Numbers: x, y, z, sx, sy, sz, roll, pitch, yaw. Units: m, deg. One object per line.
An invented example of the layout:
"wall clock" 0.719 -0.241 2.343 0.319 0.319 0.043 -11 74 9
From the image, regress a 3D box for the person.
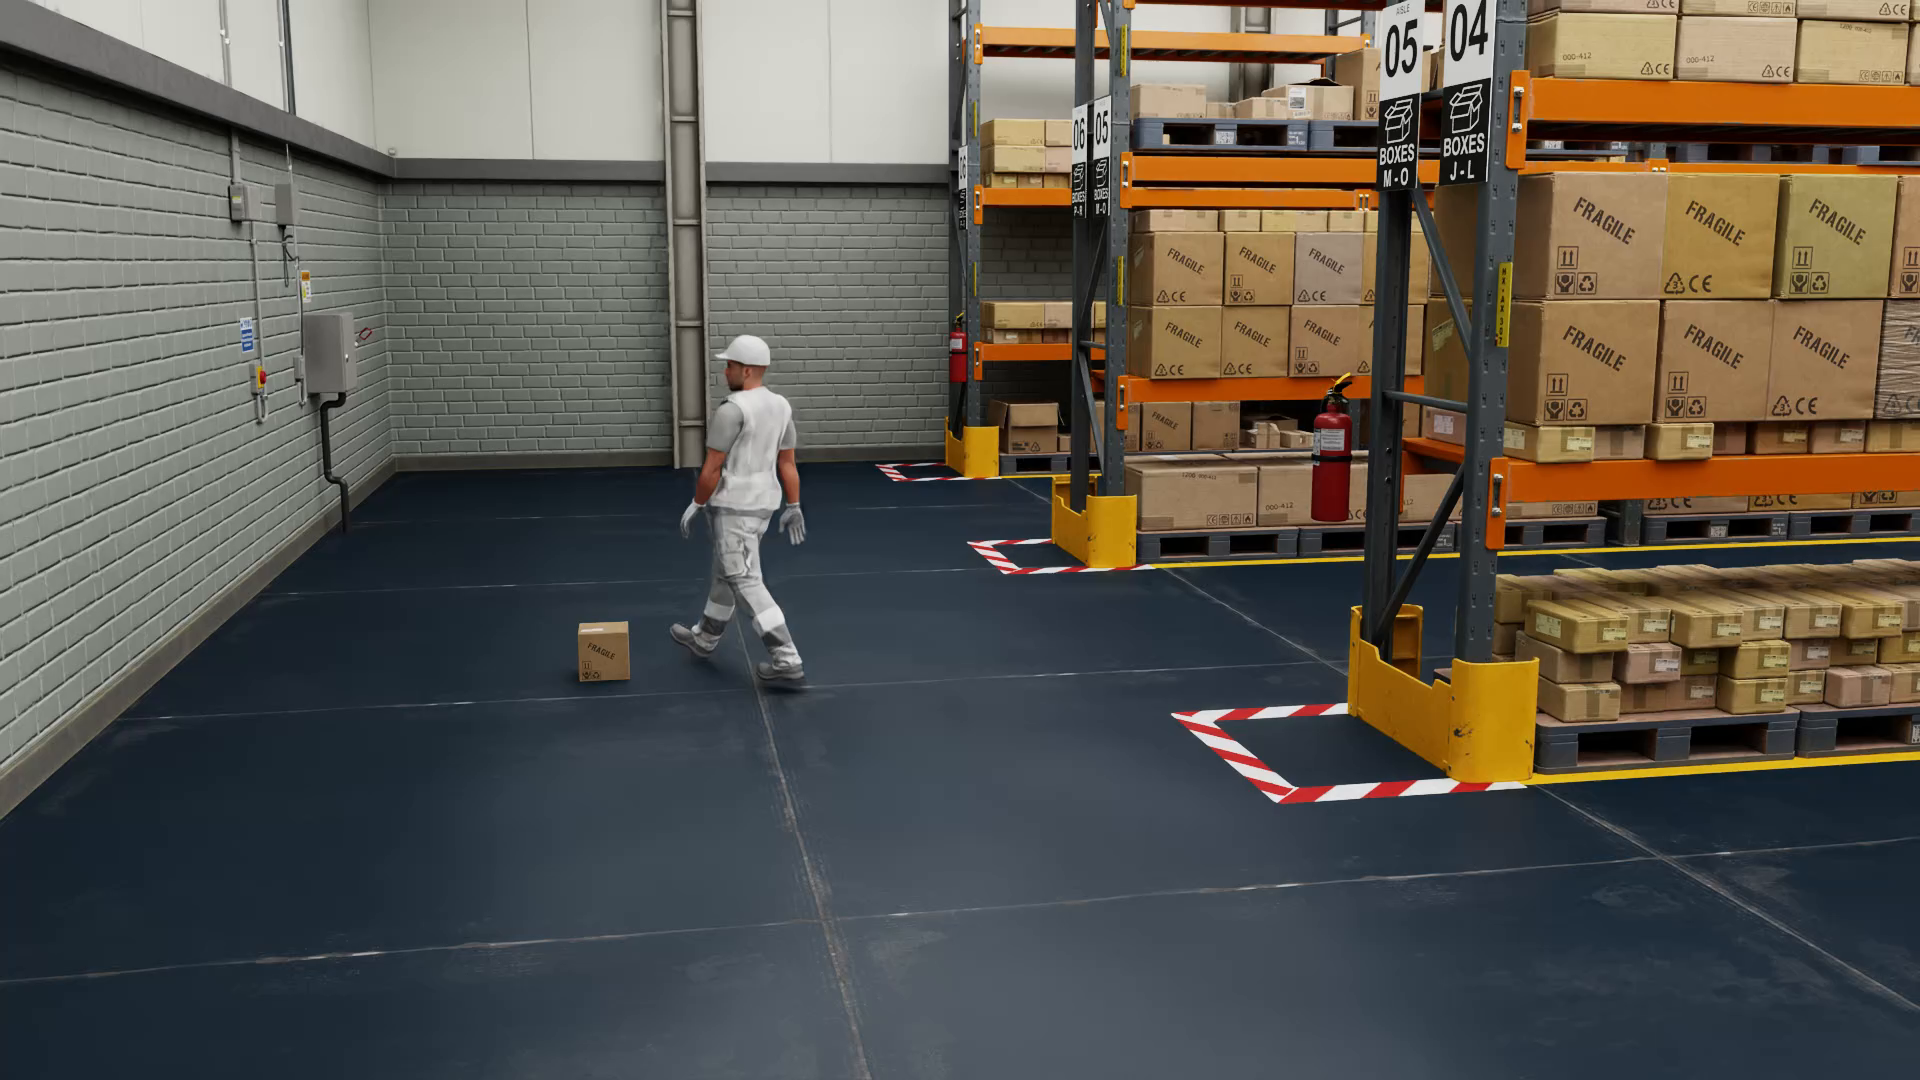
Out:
"person" -1.176 -0.175 8.456 1.066 1.726 0.575 5 11 30
